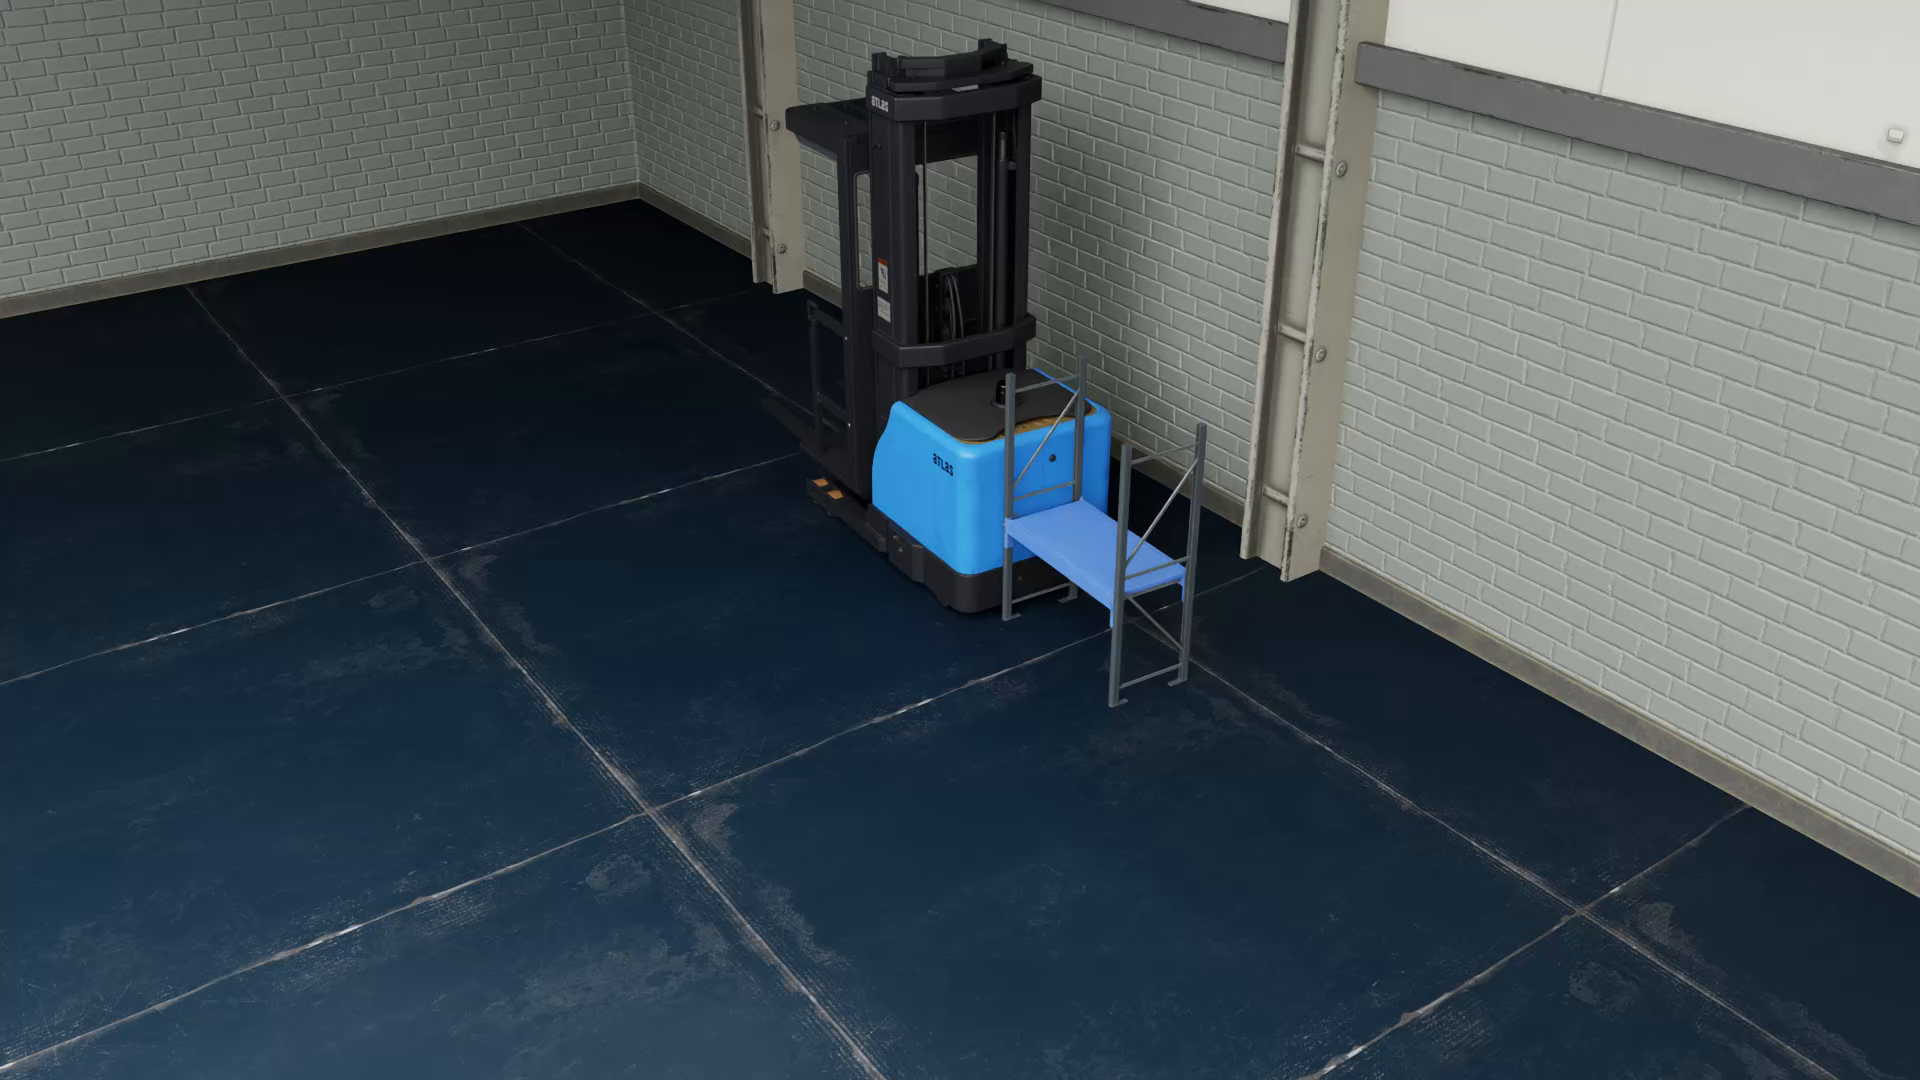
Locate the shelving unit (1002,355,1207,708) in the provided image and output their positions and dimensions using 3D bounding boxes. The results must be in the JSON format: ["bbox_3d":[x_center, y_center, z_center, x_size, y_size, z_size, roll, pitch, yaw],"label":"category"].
[{"bbox_3d":[0.726,-0.060,8.789,0.538,1.500,1.048,-16,33,-27],"label":"shelving unit"}]

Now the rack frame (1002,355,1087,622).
[{"bbox_3d":[0.460,-0.267,9.169,0.500,1.500,0.032,-16,33,-27],"label":"rack frame"}]

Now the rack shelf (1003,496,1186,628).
[{"bbox_3d":[0.726,0.098,8.875,0.538,0.185,1.000,-16,33,-27],"label":"rack shelf"}]

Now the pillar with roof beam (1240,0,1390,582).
[{"bbox_3d":[-1.577,-2.632,5.668,9.100,9.000,0.400,-19,34,-31],"label":"pillar with roof beam"}]

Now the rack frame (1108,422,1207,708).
[{"bbox_3d":[0.992,0.147,8.408,0.500,1.500,0.032,-16,33,-27],"label":"rack frame"}]

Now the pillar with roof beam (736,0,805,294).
[{"bbox_3d":[-5.057,-4.965,9.963,9.100,9.000,0.400,-19,34,-31],"label":"pillar with roof beam"}]

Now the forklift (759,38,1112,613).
[{"bbox_3d":[-0.327,-1.542,10.019,1.130,2.935,3.031,-16,33,-27],"label":"forklift"}]
